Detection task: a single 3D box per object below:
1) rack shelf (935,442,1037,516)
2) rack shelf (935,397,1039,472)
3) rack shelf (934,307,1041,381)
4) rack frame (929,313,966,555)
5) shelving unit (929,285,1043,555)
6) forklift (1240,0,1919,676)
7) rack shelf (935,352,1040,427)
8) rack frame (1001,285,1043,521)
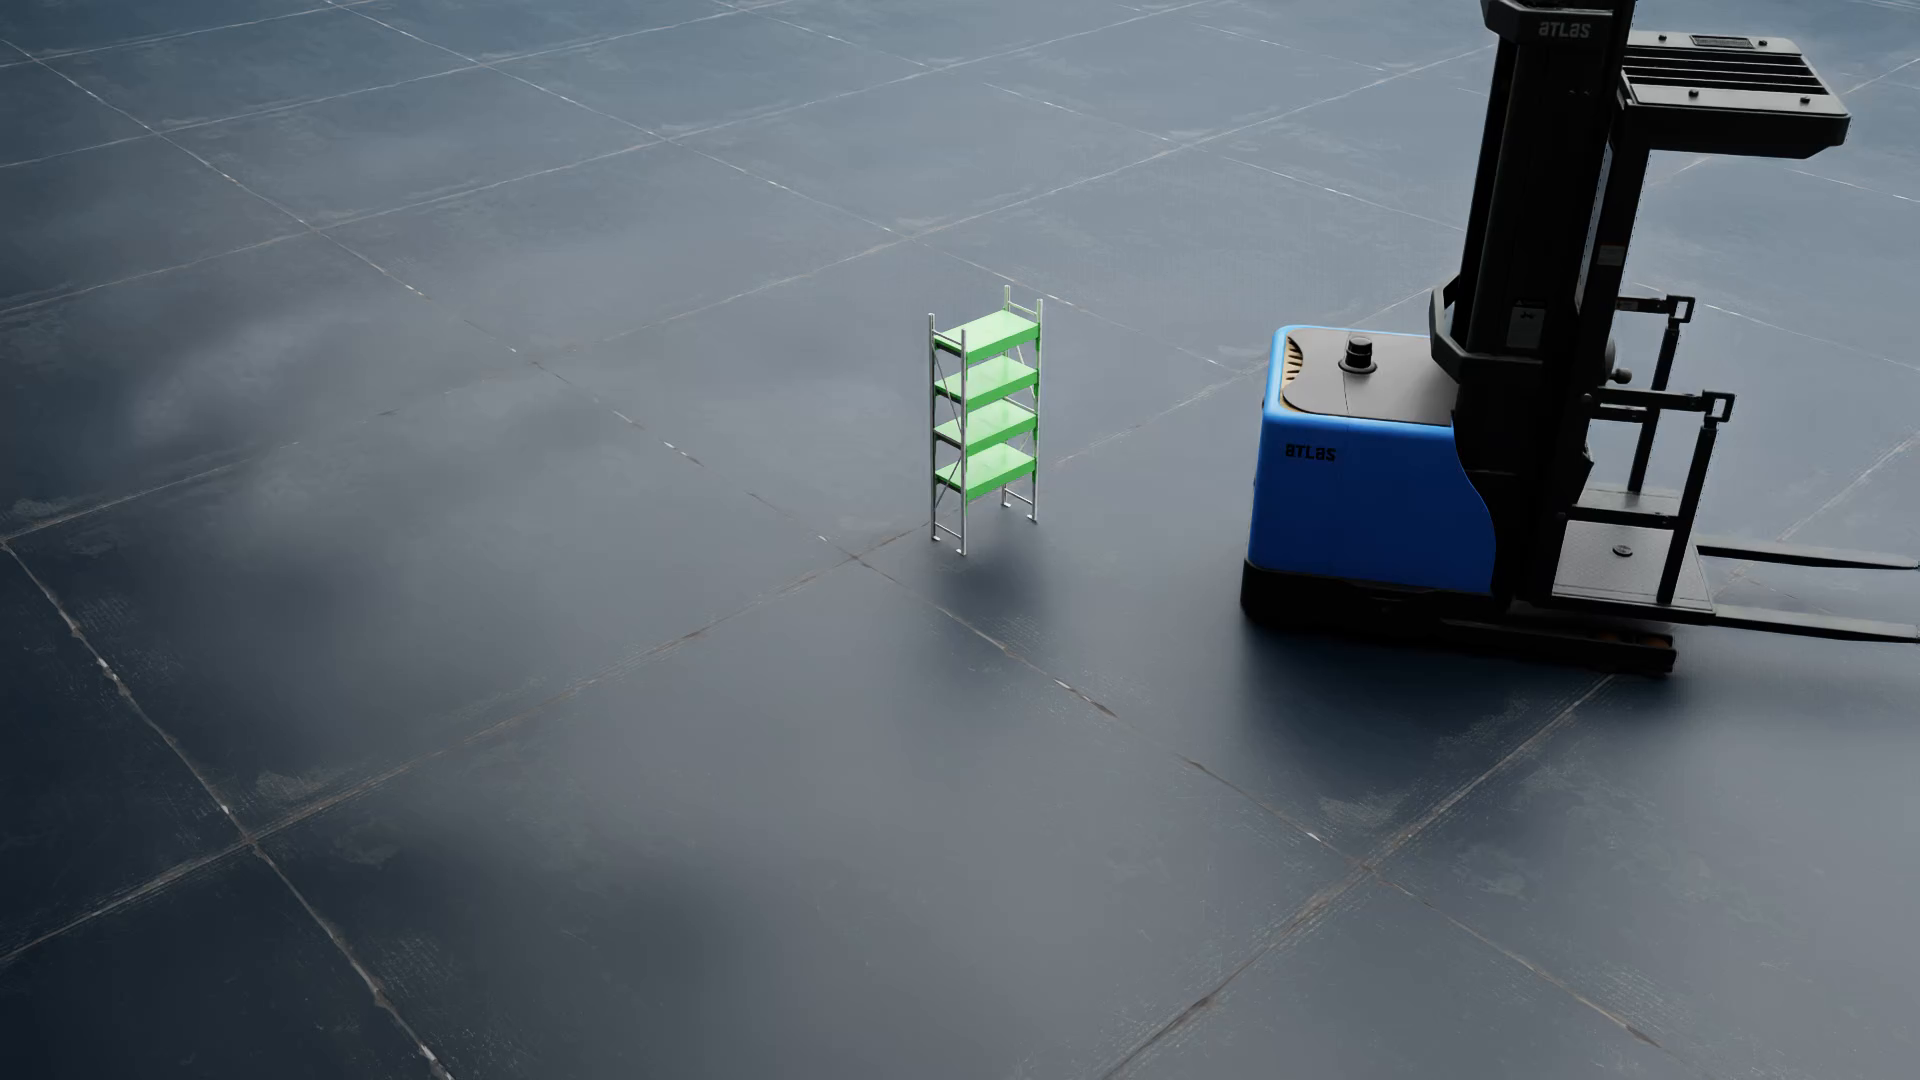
[{"bbox_3d":[0.121,-0.311,8.192,0.480,0.148,0.258,-26,40,-35],"label":"rack shelf"},{"bbox_3d":[0.121,-0.516,8.066,0.480,0.148,0.258,-26,40,-35],"label":"rack shelf"},{"bbox_3d":[0.121,-0.926,7.816,0.480,0.148,0.258,-26,40,-35],"label":"rack shelf"},{"bbox_3d":[-0.058,-0.484,7.891,0.015,1.200,0.240,-26,40,-35],"label":"rack frame"},{"bbox_3d":[0.121,-0.571,8.033,0.503,1.200,0.258,-26,40,-35],"label":"shelving unit"},{"bbox_3d":[2.860,-0.960,7.011,3.031,2.935,1.130,6,32,10],"label":"forklift"},{"bbox_3d":[0.121,-0.721,7.941,0.480,0.148,0.258,-26,40,-35],"label":"rack shelf"},{"bbox_3d":[0.300,-0.657,8.175,0.015,1.200,0.240,-26,40,-35],"label":"rack frame"}]
